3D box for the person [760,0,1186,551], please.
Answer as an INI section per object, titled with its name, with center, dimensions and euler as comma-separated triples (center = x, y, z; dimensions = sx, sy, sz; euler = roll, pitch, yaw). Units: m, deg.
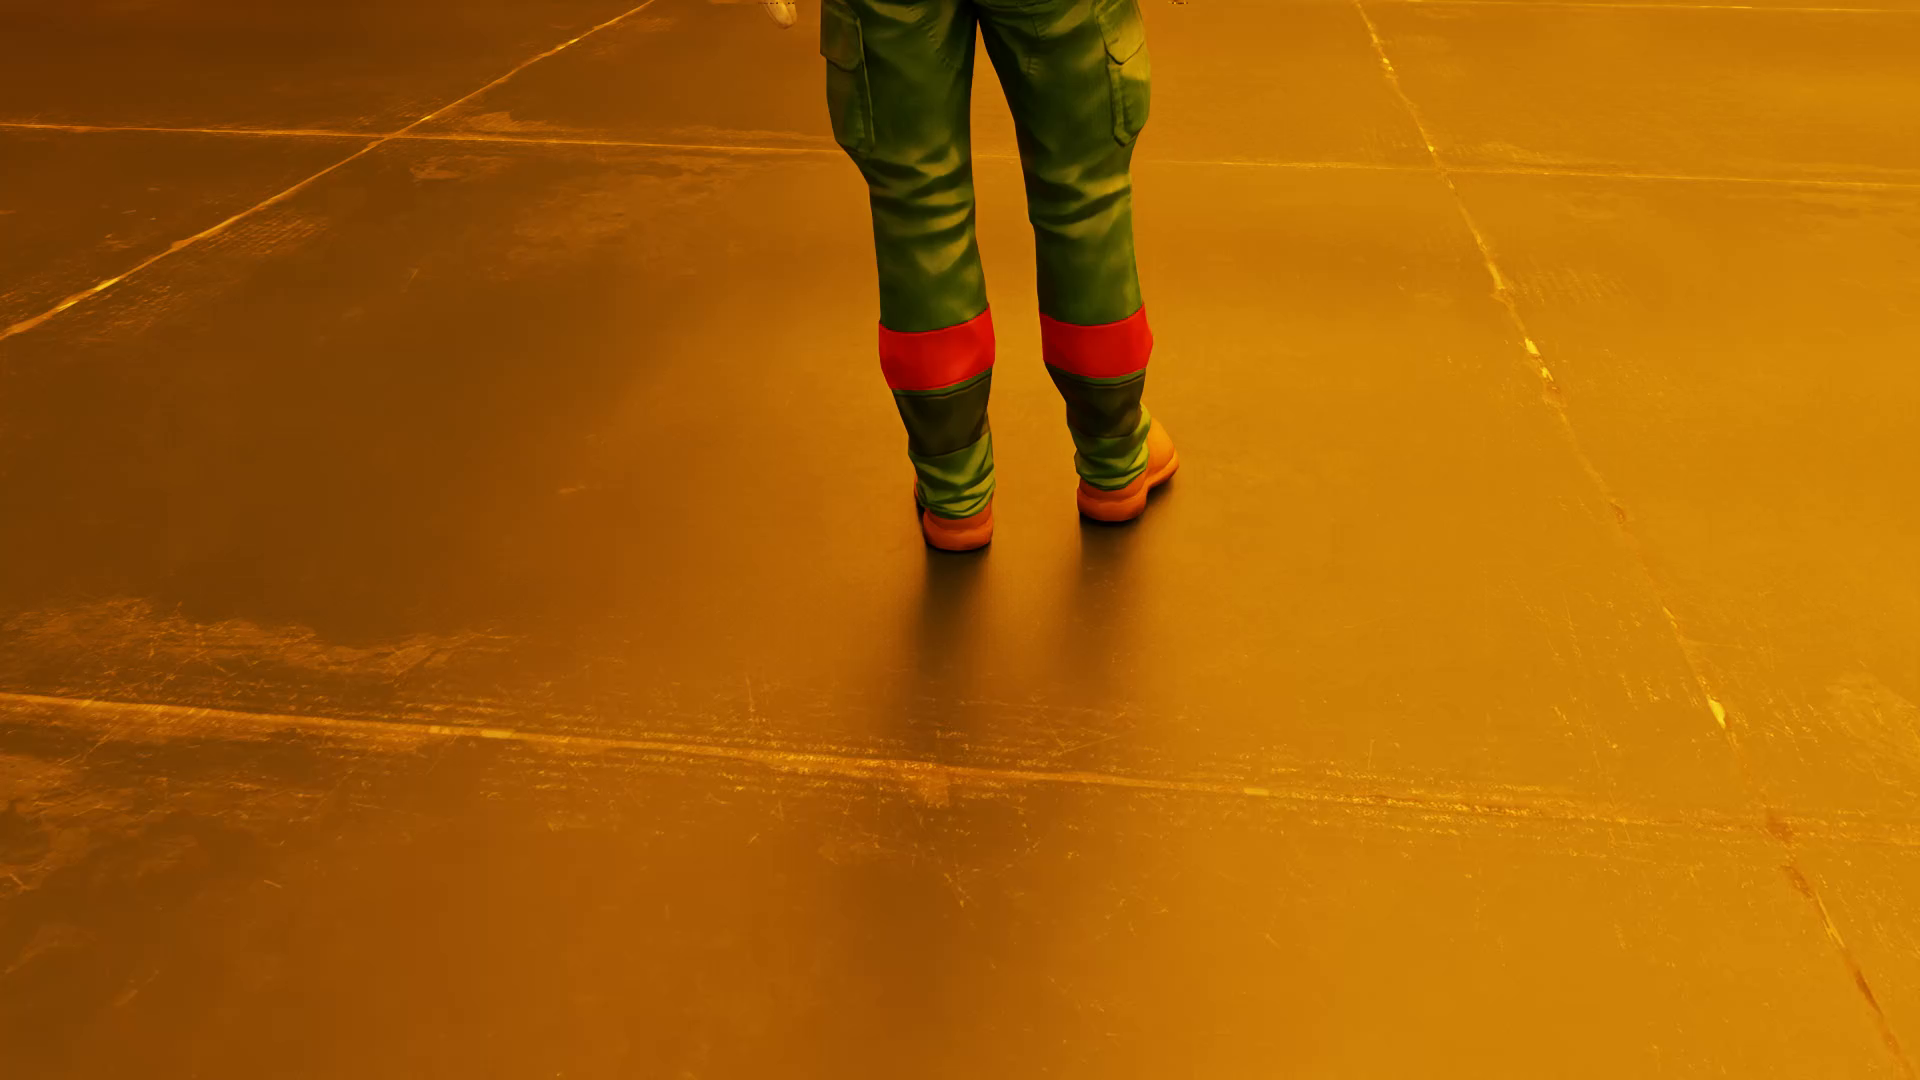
[person]
center = 0.021, -0.840, 2.169
dimensions = 0.638, 1.784, 0.562
euler = 3, 27, 7
